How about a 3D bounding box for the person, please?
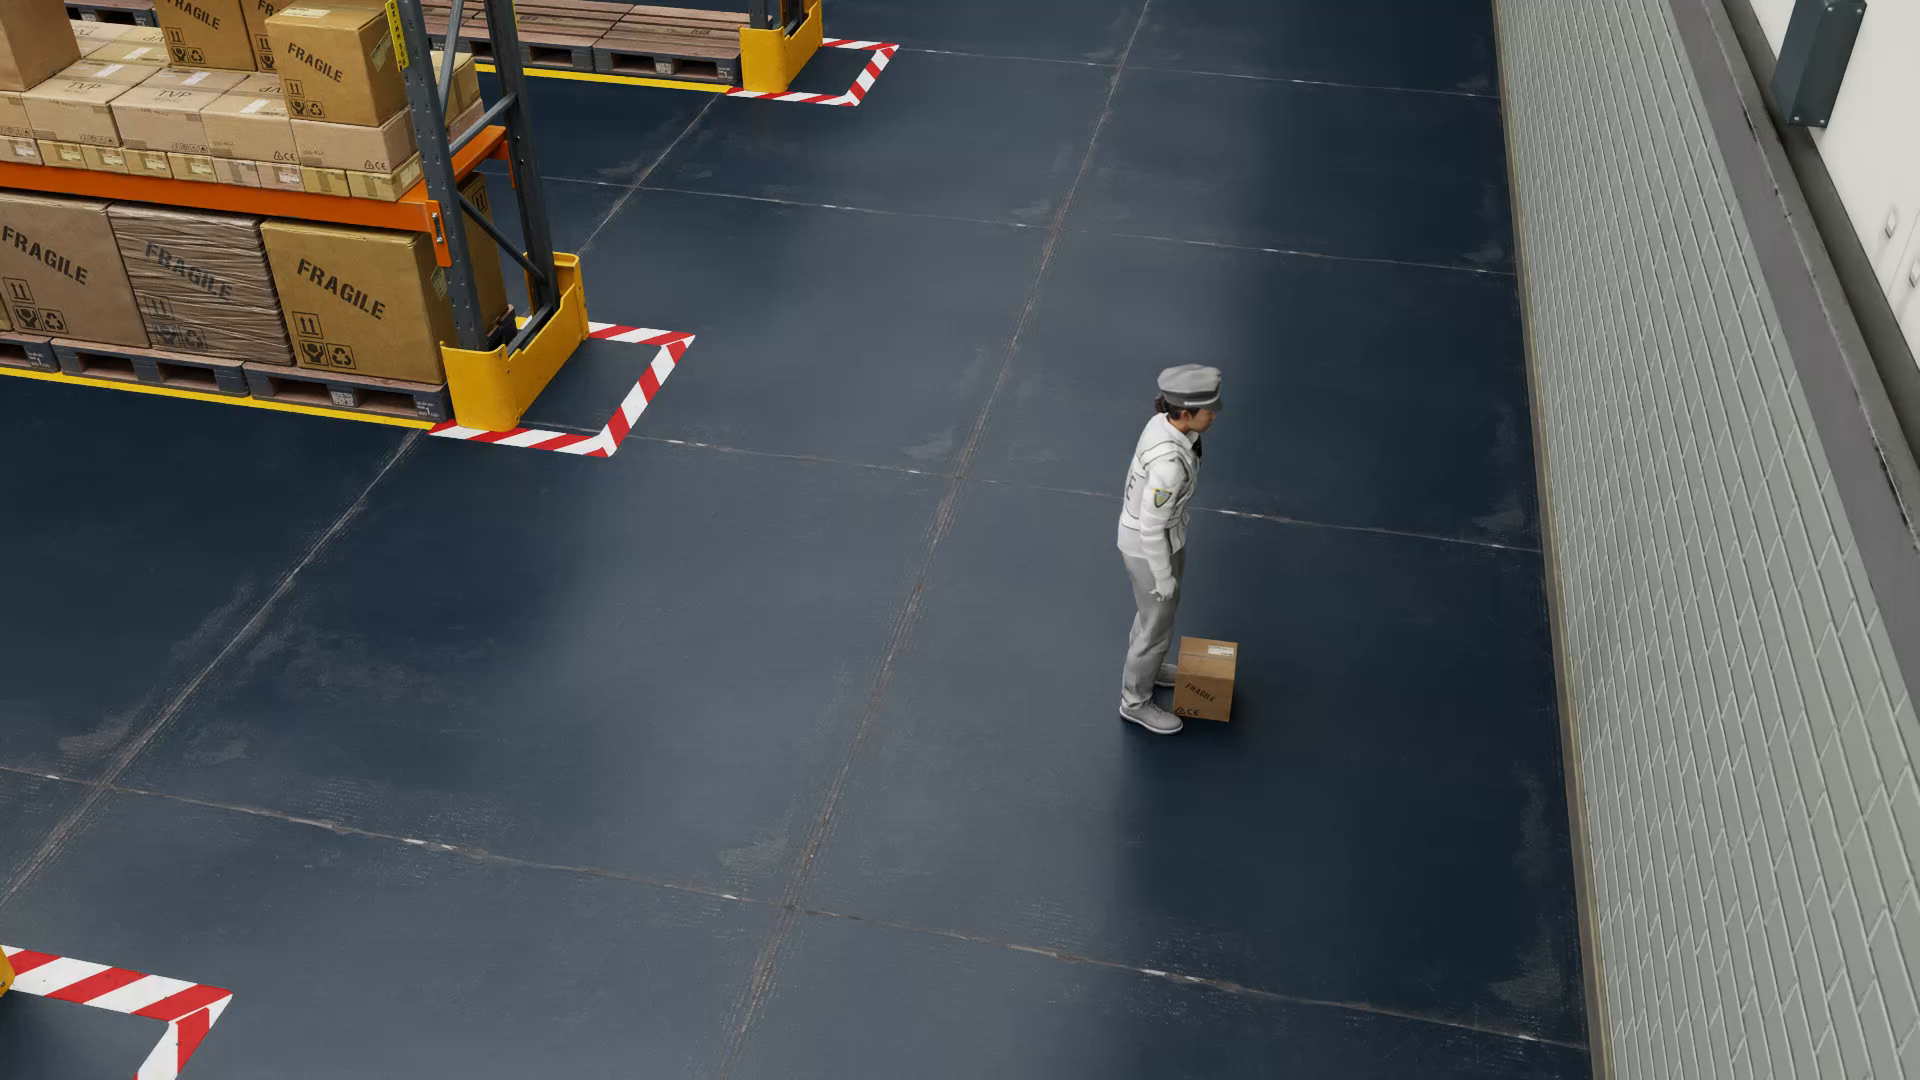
[{"bbox_3d":[0.844,0.021,6.931,0.372,1.664,0.529,8,37,10],"label":"person"}]
